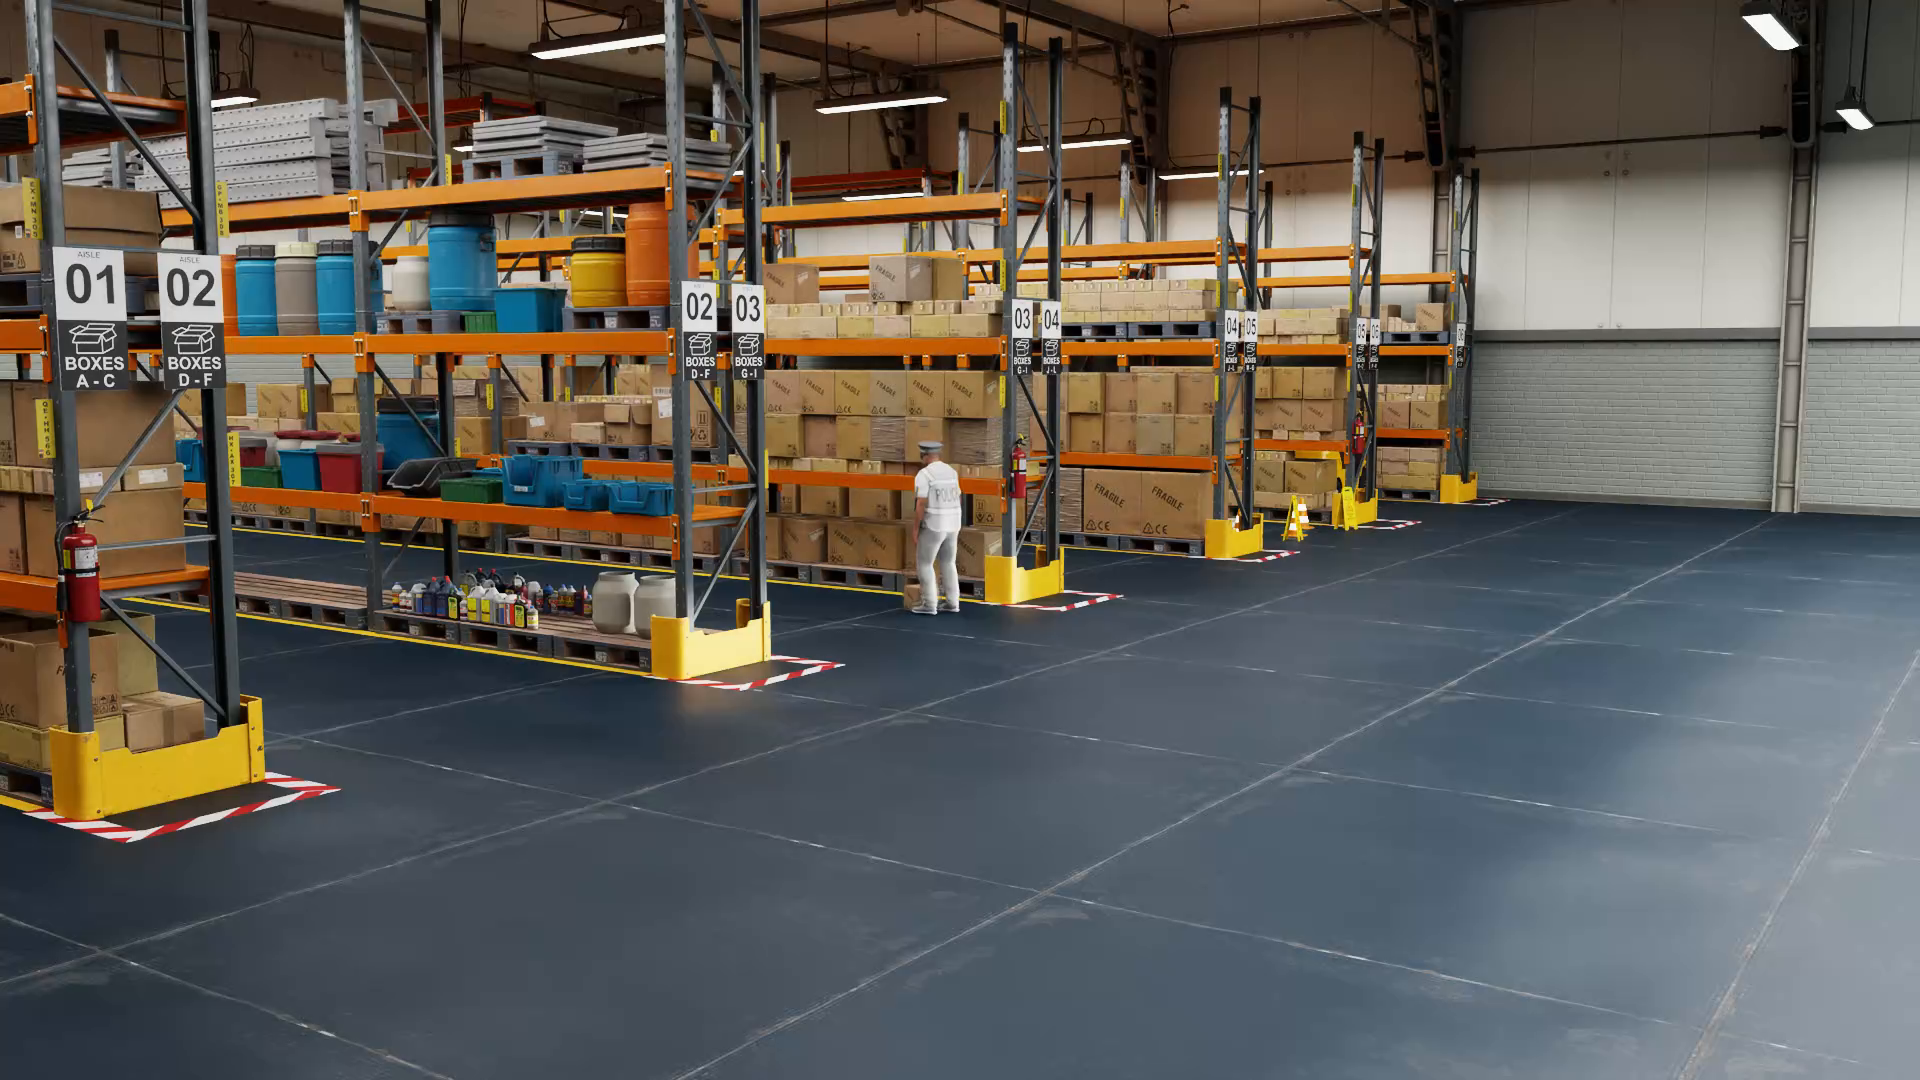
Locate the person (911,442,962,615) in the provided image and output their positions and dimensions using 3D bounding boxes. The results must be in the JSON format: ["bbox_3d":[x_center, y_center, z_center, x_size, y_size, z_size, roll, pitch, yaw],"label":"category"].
[{"bbox_3d":[-0.230,-0.122,16.857,0.585,1.747,0.442,-5,8,-39],"label":"person"}]
